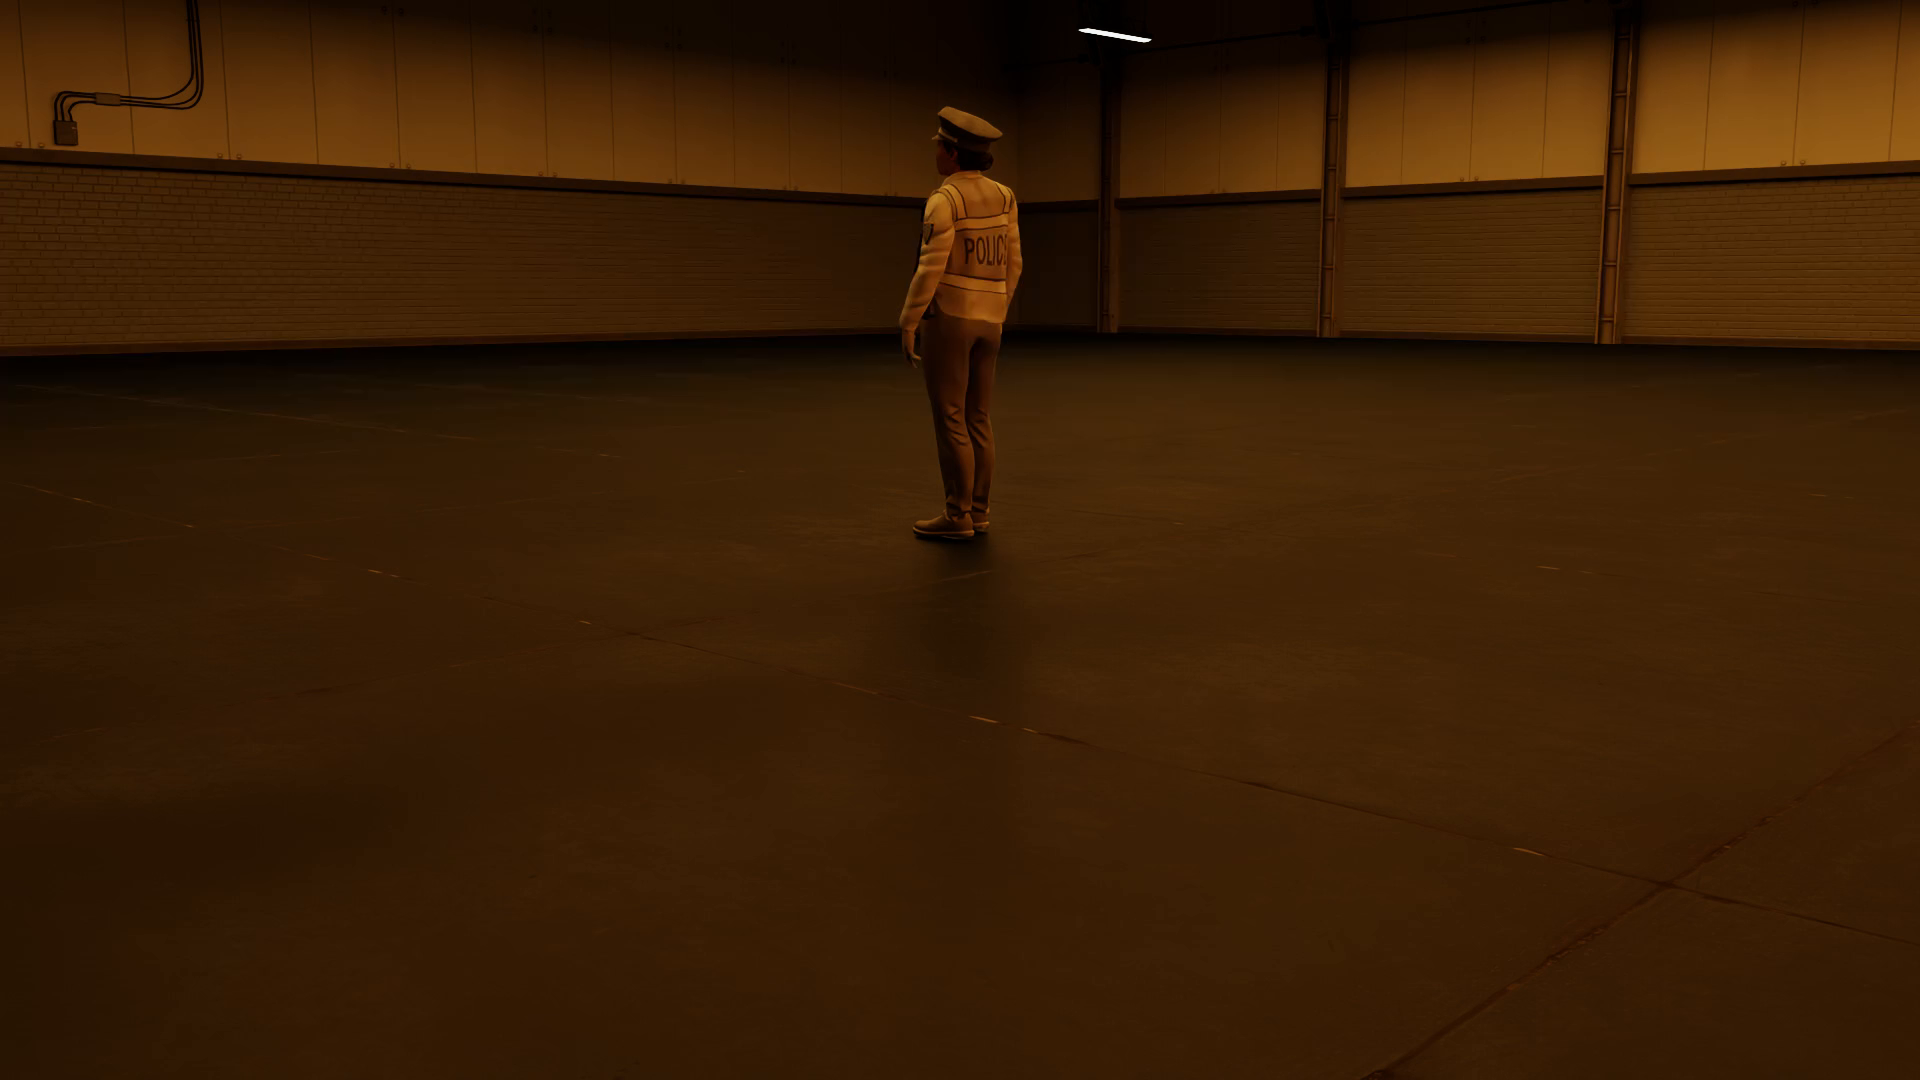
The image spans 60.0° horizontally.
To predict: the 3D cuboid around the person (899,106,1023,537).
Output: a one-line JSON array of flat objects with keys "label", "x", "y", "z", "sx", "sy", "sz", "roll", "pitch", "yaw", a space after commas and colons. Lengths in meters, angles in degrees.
[{"label": "person", "x": -0.045, "y": -0.853, "z": 6.643, "sx": 0.530, "sy": 1.694, "sz": 0.586, "roll": 8, "pitch": 12, "yaw": 43}]
